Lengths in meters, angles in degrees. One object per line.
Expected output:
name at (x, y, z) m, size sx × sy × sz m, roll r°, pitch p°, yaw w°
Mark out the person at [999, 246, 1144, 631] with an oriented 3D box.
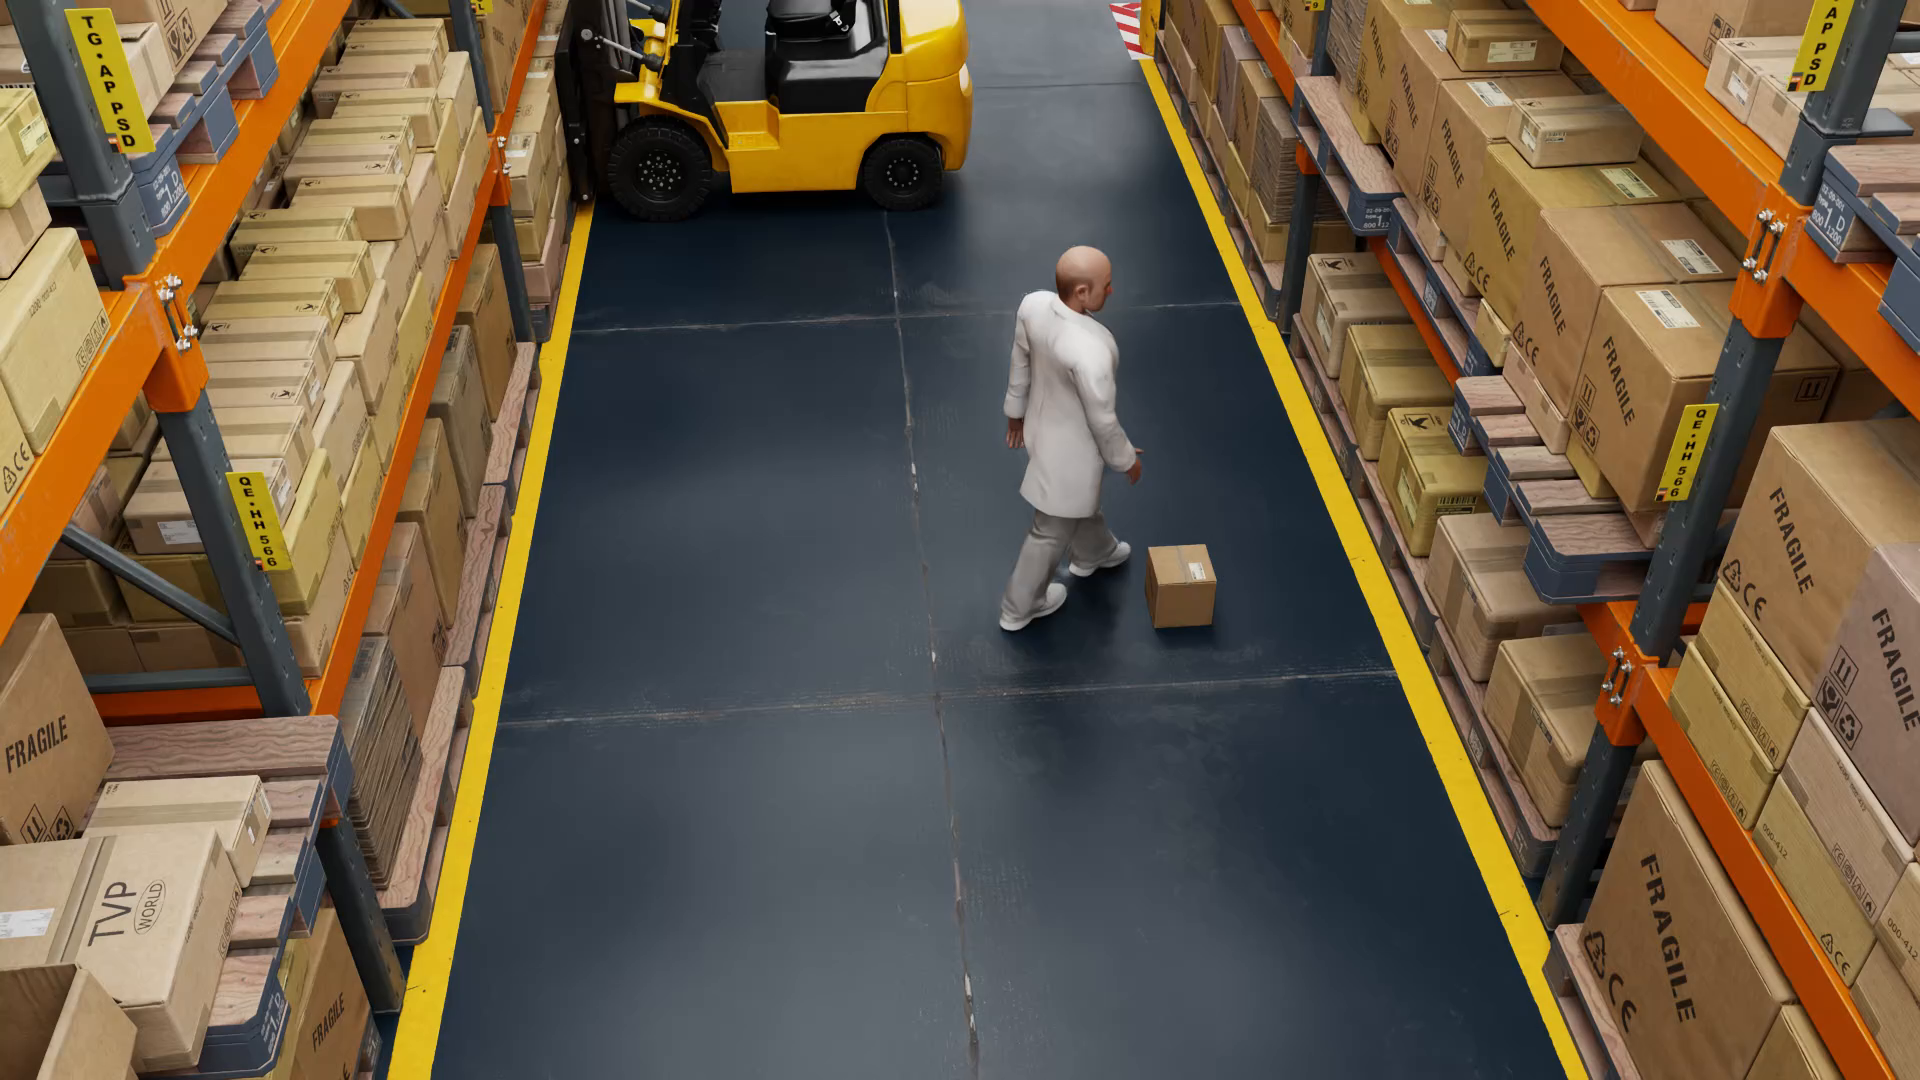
person at (0.517, -0.403, 6.673) m, size 0.774 × 1.786 × 0.629 m, roll -15°, pitch 41°, yaw -18°
